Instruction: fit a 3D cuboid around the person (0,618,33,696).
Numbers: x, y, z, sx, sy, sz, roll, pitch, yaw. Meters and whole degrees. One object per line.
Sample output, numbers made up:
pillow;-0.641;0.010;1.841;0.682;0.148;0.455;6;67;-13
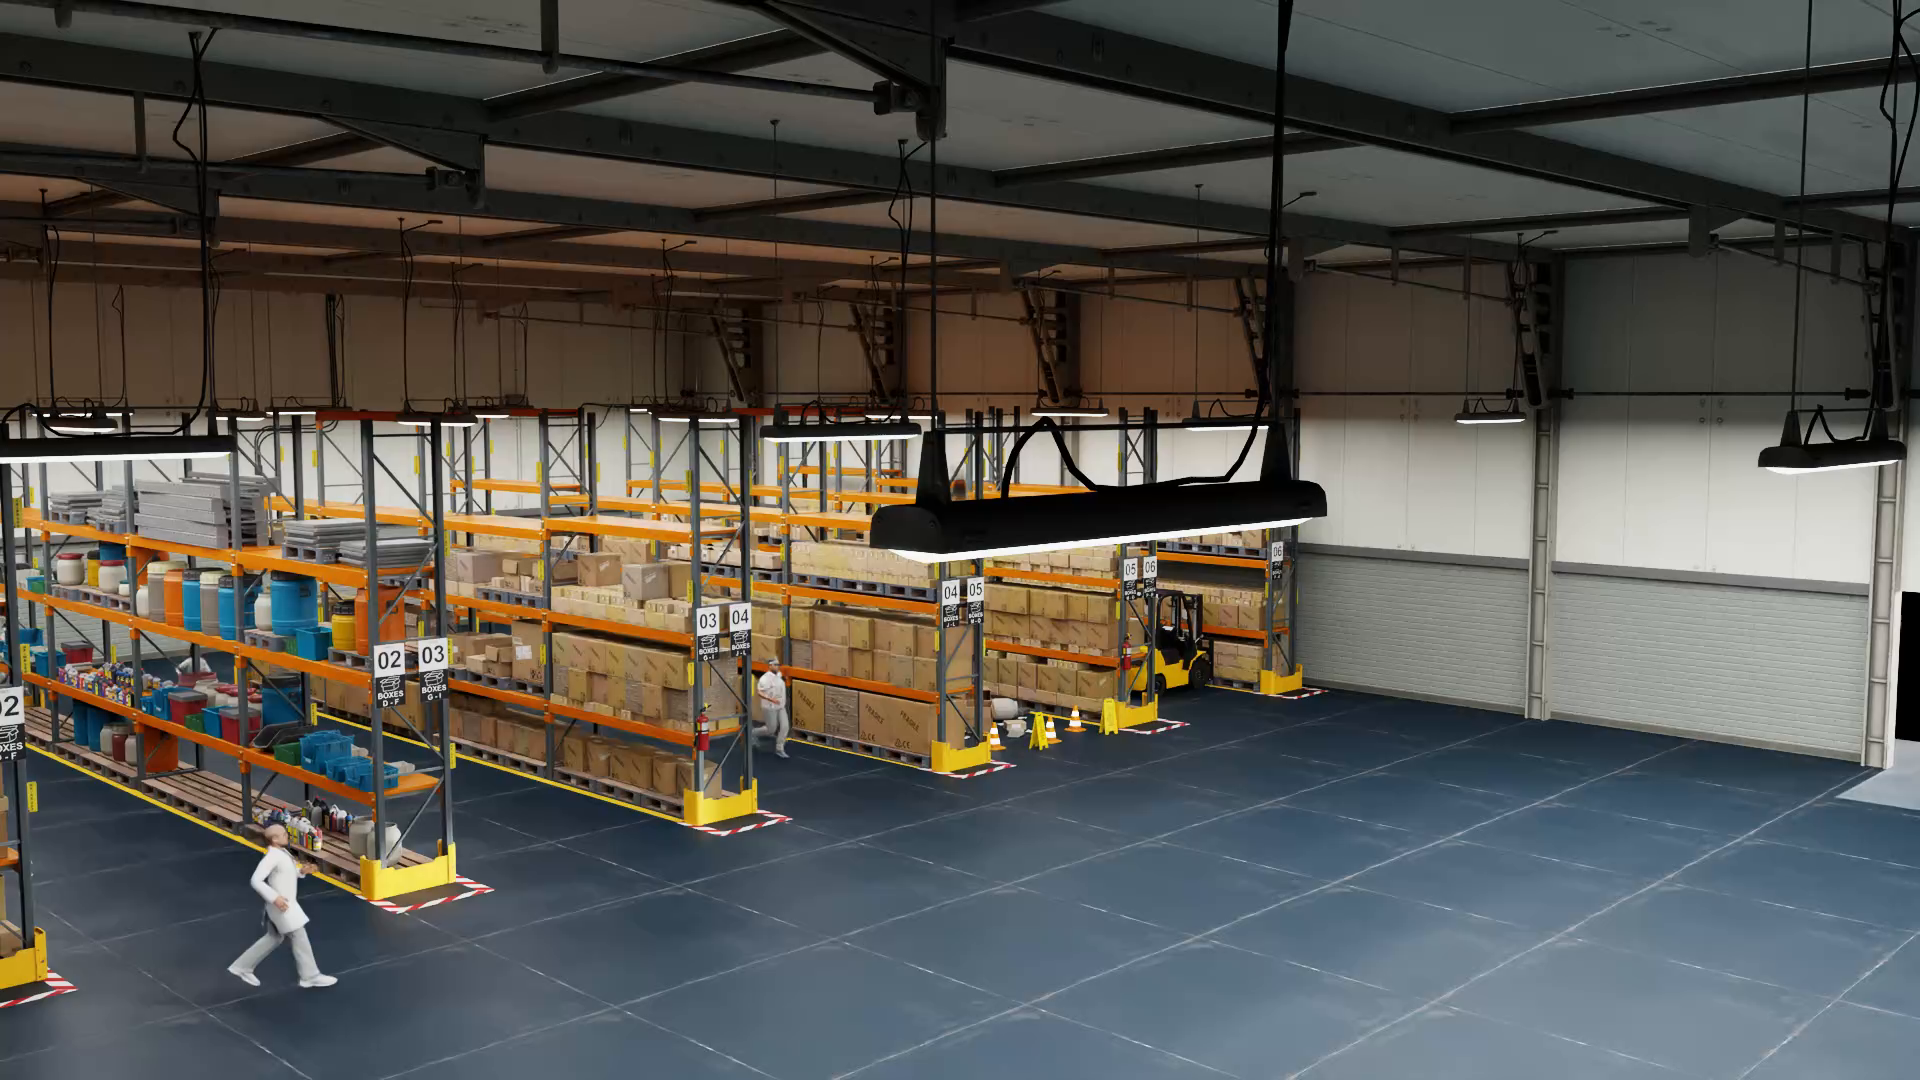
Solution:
person;-19.747;2.441;34.595;0.754;1.727;0.580;-4;6;-39

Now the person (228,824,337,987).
person;-7.156;3.863;17.524;1.053;1.762;0.704;-2;5;-23

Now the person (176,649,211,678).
person;-14.285;2.757;31.062;0.883;1.597;0.529;3;6;31

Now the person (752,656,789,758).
person;-3.302;2.908;29.074;0.814;1.790;0.672;4;6;35
